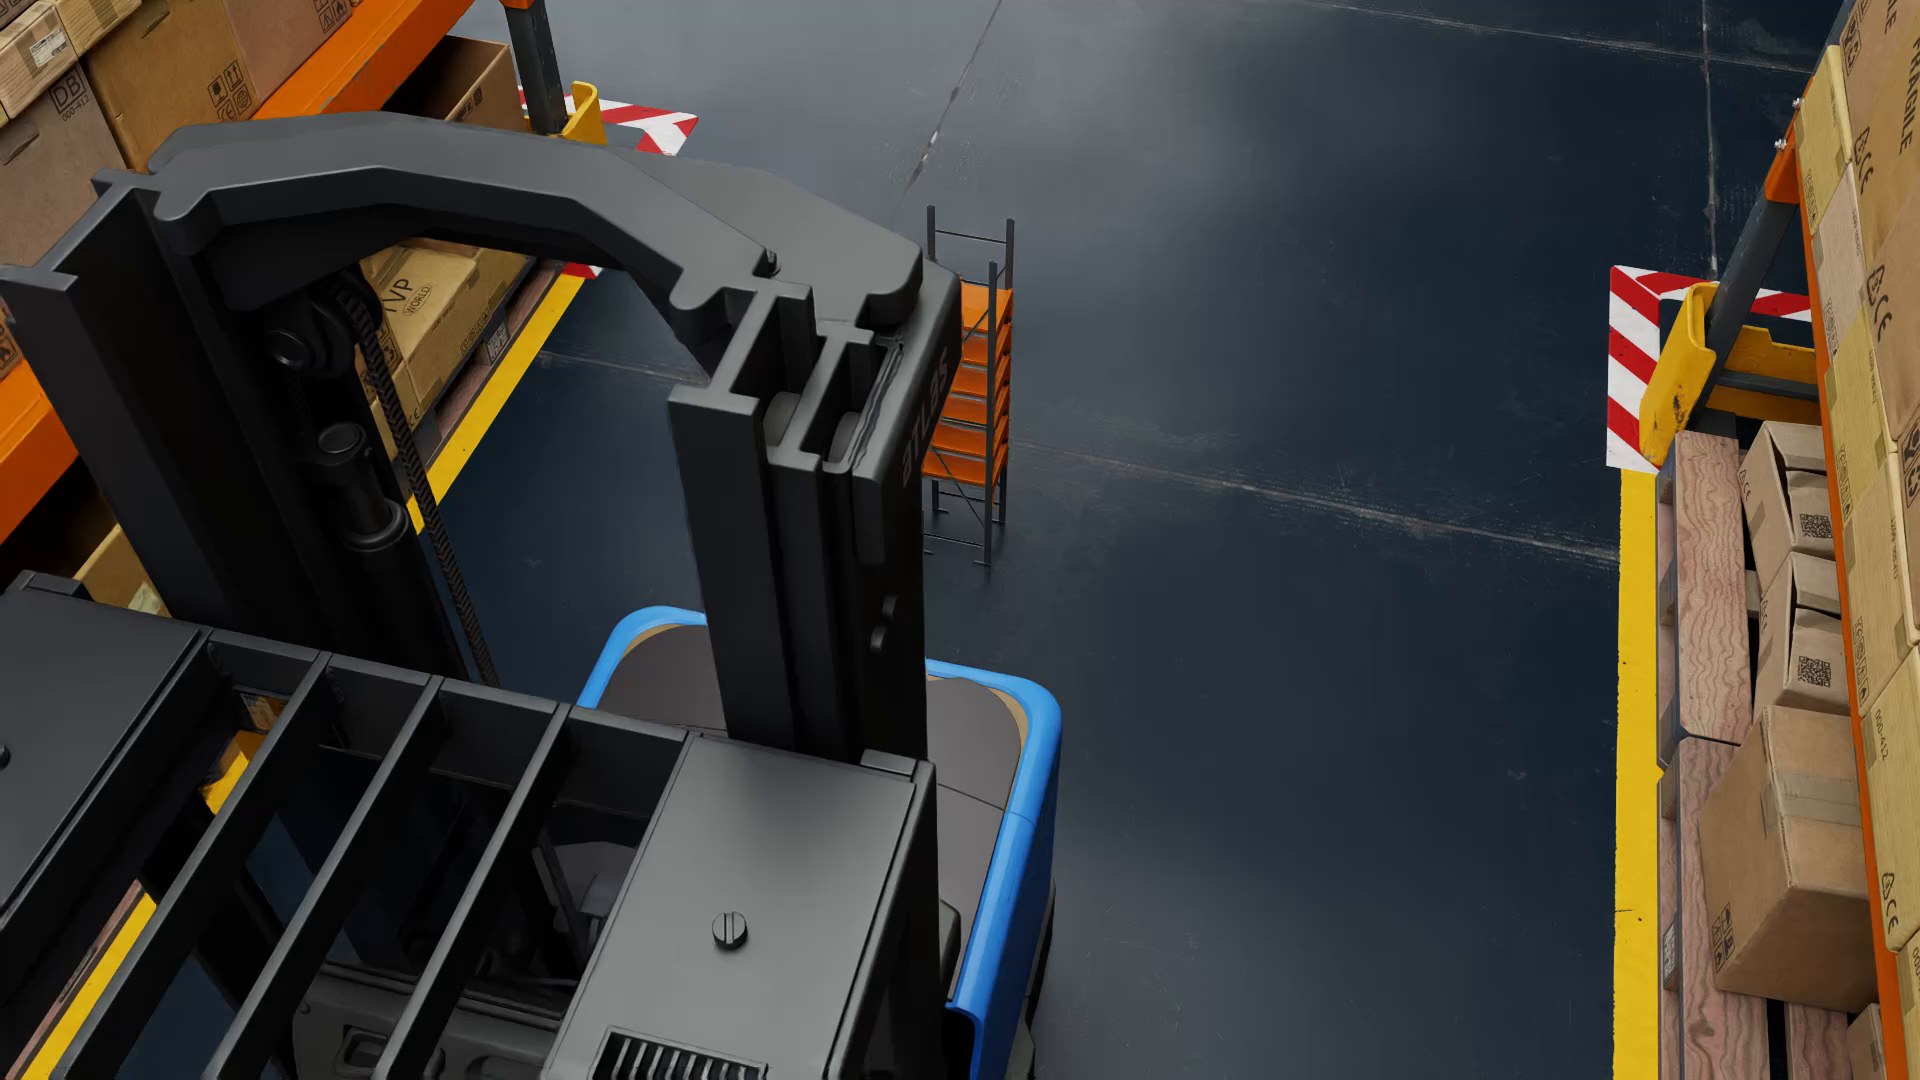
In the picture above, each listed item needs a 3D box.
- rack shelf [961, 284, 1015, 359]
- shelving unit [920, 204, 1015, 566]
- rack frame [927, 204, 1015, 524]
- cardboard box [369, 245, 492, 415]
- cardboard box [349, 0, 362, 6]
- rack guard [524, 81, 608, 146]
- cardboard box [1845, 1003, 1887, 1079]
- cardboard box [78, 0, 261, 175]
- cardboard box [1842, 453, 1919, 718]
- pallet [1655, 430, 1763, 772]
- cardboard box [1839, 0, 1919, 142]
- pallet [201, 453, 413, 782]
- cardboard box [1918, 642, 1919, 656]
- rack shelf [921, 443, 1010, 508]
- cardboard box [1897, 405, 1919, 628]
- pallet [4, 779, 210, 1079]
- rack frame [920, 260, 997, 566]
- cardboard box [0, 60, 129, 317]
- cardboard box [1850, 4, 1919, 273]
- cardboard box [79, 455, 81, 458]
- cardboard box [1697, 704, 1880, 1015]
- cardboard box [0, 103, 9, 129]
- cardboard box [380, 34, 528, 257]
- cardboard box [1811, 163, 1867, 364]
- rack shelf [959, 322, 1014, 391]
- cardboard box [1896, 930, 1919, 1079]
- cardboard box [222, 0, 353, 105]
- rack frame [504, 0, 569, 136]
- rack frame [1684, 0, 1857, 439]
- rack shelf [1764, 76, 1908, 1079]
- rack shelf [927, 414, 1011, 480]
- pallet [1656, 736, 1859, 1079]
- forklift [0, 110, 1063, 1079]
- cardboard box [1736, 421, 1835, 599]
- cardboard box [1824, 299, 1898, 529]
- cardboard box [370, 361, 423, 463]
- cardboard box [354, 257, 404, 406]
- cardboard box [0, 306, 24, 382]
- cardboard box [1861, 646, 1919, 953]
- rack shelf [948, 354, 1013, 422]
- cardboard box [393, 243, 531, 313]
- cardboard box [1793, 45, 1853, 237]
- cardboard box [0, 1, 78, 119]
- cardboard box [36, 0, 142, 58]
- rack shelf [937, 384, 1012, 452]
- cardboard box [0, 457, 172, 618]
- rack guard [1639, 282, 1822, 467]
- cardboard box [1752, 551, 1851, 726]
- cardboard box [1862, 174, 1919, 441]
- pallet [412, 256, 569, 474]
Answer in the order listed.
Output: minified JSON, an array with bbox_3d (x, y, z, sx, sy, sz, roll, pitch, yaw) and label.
[{"bbox_3d":[0.004,-0.616,4.573,0.258,0.103,0.180,12,50,10],"label":"rack shelf"},{"bbox_3d":[0.004,-0.408,4.809,0.258,1.200,0.189,12,50,10],"label":"shelving unit"},{"bbox_3d":[0.028,-0.474,4.868,0.240,1.200,0.006,12,50,10],"label":"rack frame"},{"bbox_3d":[-1.889,-0.705,5.425,0.500,0.250,0.500,12,50,10],"label":"cardboard box"},{"bbox_3d":[-2.048,-1.984,4.934,0.700,0.500,0.500,12,50,10],"label":"cardboard box"},{"bbox_3d":[-1.906,-1.476,6.219,1.175,0.500,0.348,12,50,10],"label":"rack guard"},{"bbox_3d":[2.255,1.227,3.774,0.380,0.149,0.250,8,49,7],"label":"cardboard box"},{"bbox_3d":[-2.318,-1.245,4.282,0.700,0.500,0.500,12,50,10],"label":"cardboard box"},{"bbox_3d":[2.035,0.133,3.219,0.500,0.250,0.500,12,50,10],"label":"cardboard box"},{"bbox_3d":[2.599,0.247,4.891,1.003,0.211,1.213,12,50,10],"label":"pallet"},{"bbox_3d":[2.452,-1.230,3.922,0.500,0.500,0.500,12,50,10],"label":"cardboard box"},{"bbox_3d":[-2.397,0.078,5.040,1.003,0.211,1.213,12,50,10],"label":"pallet"},{"bbox_3d":[1.909,0.250,2.615,0.500,0.500,0.500,10,49,9],"label":"cardboard box"},{"bbox_3d":[0.004,-0.219,5.023,0.258,0.103,0.180,12,50,10],"label":"rack shelf"},{"bbox_3d":[2.046,-0.127,2.948,0.500,0.500,0.500,13,50,11],"label":"cardboard box"},{"bbox_3d":[-2.716,0.963,4.259,1.003,0.211,1.213,12,50,10],"label":"pallet"},{"bbox_3d":[-0.020,-0.341,4.751,0.240,1.200,0.006,12,50,10],"label":"rack frame"},{"bbox_3d":[-2.453,-0.864,3.945,0.700,0.500,0.500,13,50,11],"label":"cardboard box"},{"bbox_3d":[2.312,-0.875,3.608,0.500,0.500,0.500,12,50,10],"label":"cardboard box"},{"bbox_3d":[-2.149,-0.229,4.505,0.500,0.500,0.500,12,50,10],"label":"cardboard box"},{"bbox_3d":[2.207,0.786,3.929,0.700,0.500,0.500,9,49,8],"label":"cardboard box"},{"bbox_3d":[-2.304,-0.918,3.560,0.380,0.149,0.250,11,50,10],"label":"cardboard box"},{"bbox_3d":[-1.767,-1.317,5.465,0.500,0.500,0.500,12,50,10],"label":"cardboard box"},{"bbox_3d":[2.310,-0.599,3.865,0.500,0.250,0.500,10,49,9],"label":"cardboard box"},{"bbox_3d":[0.004,-0.537,4.663,0.258,0.103,0.180,12,50,10],"label":"rack shelf"},{"bbox_3d":[1.786,0.864,2.573,0.500,0.250,0.500,12,50,10],"label":"cardboard box"},{"bbox_3d":[-2.182,-1.603,4.598,0.700,0.500,0.500,13,50,11],"label":"cardboard box"},{"bbox_3d":[-1.913,-2.286,5.267,1.000,3.000,0.127,12,50,10],"label":"rack frame"},{"bbox_3d":[2.867,-1.311,4.407,1.000,3.000,0.127,12,50,10],"label":"rack frame"},{"bbox_3d":[2.341,0.374,3.399,1.077,0.370,4.000,12,50,10],"label":"rack shelf"},{"bbox_3d":[0.004,-0.299,4.933,0.258,0.103,0.180,12,50,10],"label":"rack shelf"},{"bbox_3d":[2.276,1.127,4.115,1.003,0.211,1.213,12,50,10],"label":"pallet"},{"bbox_3d":[-0.624,1.034,2.382,1.130,2.935,3.031,11,49,9],"label":"forklift"},{"bbox_3d":[2.598,-0.084,4.824,0.500,0.311,0.500,7,49,6],"label":"cardboard box"},{"bbox_3d":[2.170,-0.232,3.541,0.500,0.250,0.500,11,49,9],"label":"cardboard box"},{"bbox_3d":[-2.019,-0.343,5.106,0.500,0.250,0.500,12,50,10],"label":"cardboard box"},{"bbox_3d":[-2.016,-0.590,4.824,0.500,0.500,0.500,12,50,10],"label":"cardboard box"},{"bbox_3d":[-2.586,-0.493,3.618,0.700,0.500,0.500,12,50,11],"label":"cardboard box"},{"bbox_3d":[1.903,0.497,2.897,0.500,0.250,0.500,11,50,10],"label":"cardboard box"},{"bbox_3d":[0.004,-0.458,4.753,0.258,0.103,0.180,12,50,10],"label":"rack shelf"},{"bbox_3d":[-1.769,-1.069,5.747,0.500,0.250,0.500,12,50,10],"label":"cardboard box"},{"bbox_3d":[2.433,-0.978,4.199,0.500,0.250,0.500,10,49,9],"label":"cardboard box"},{"bbox_3d":[-2.236,-1.097,3.719,0.380,0.149,0.250,11,49,10],"label":"cardboard box"},{"bbox_3d":[-2.169,-1.283,3.882,0.380,0.149,0.250,13,50,11],"label":"cardboard box"},{"bbox_3d":[0.004,-0.378,4.843,0.258,0.103,0.180,12,50,10],"label":"rack shelf"},{"bbox_3d":[-2.278,0.133,4.186,0.500,0.500,0.500,12,50,10],"label":"cardboard box"},{"bbox_3d":[2.847,-0.429,5.295,1.175,0.500,0.348,12,50,10],"label":"rack guard"},{"bbox_3d":[2.448,0.328,4.460,0.500,0.311,0.500,15,50,13],"label":"cardboard box"},{"bbox_3d":[2.170,-0.502,3.279,0.500,0.500,0.500,10,49,9],"label":"cardboard box"},{"bbox_3d":[-2.074,-0.802,5.817,1.003,0.211,1.213,12,50,10],"label":"pallet"}]
